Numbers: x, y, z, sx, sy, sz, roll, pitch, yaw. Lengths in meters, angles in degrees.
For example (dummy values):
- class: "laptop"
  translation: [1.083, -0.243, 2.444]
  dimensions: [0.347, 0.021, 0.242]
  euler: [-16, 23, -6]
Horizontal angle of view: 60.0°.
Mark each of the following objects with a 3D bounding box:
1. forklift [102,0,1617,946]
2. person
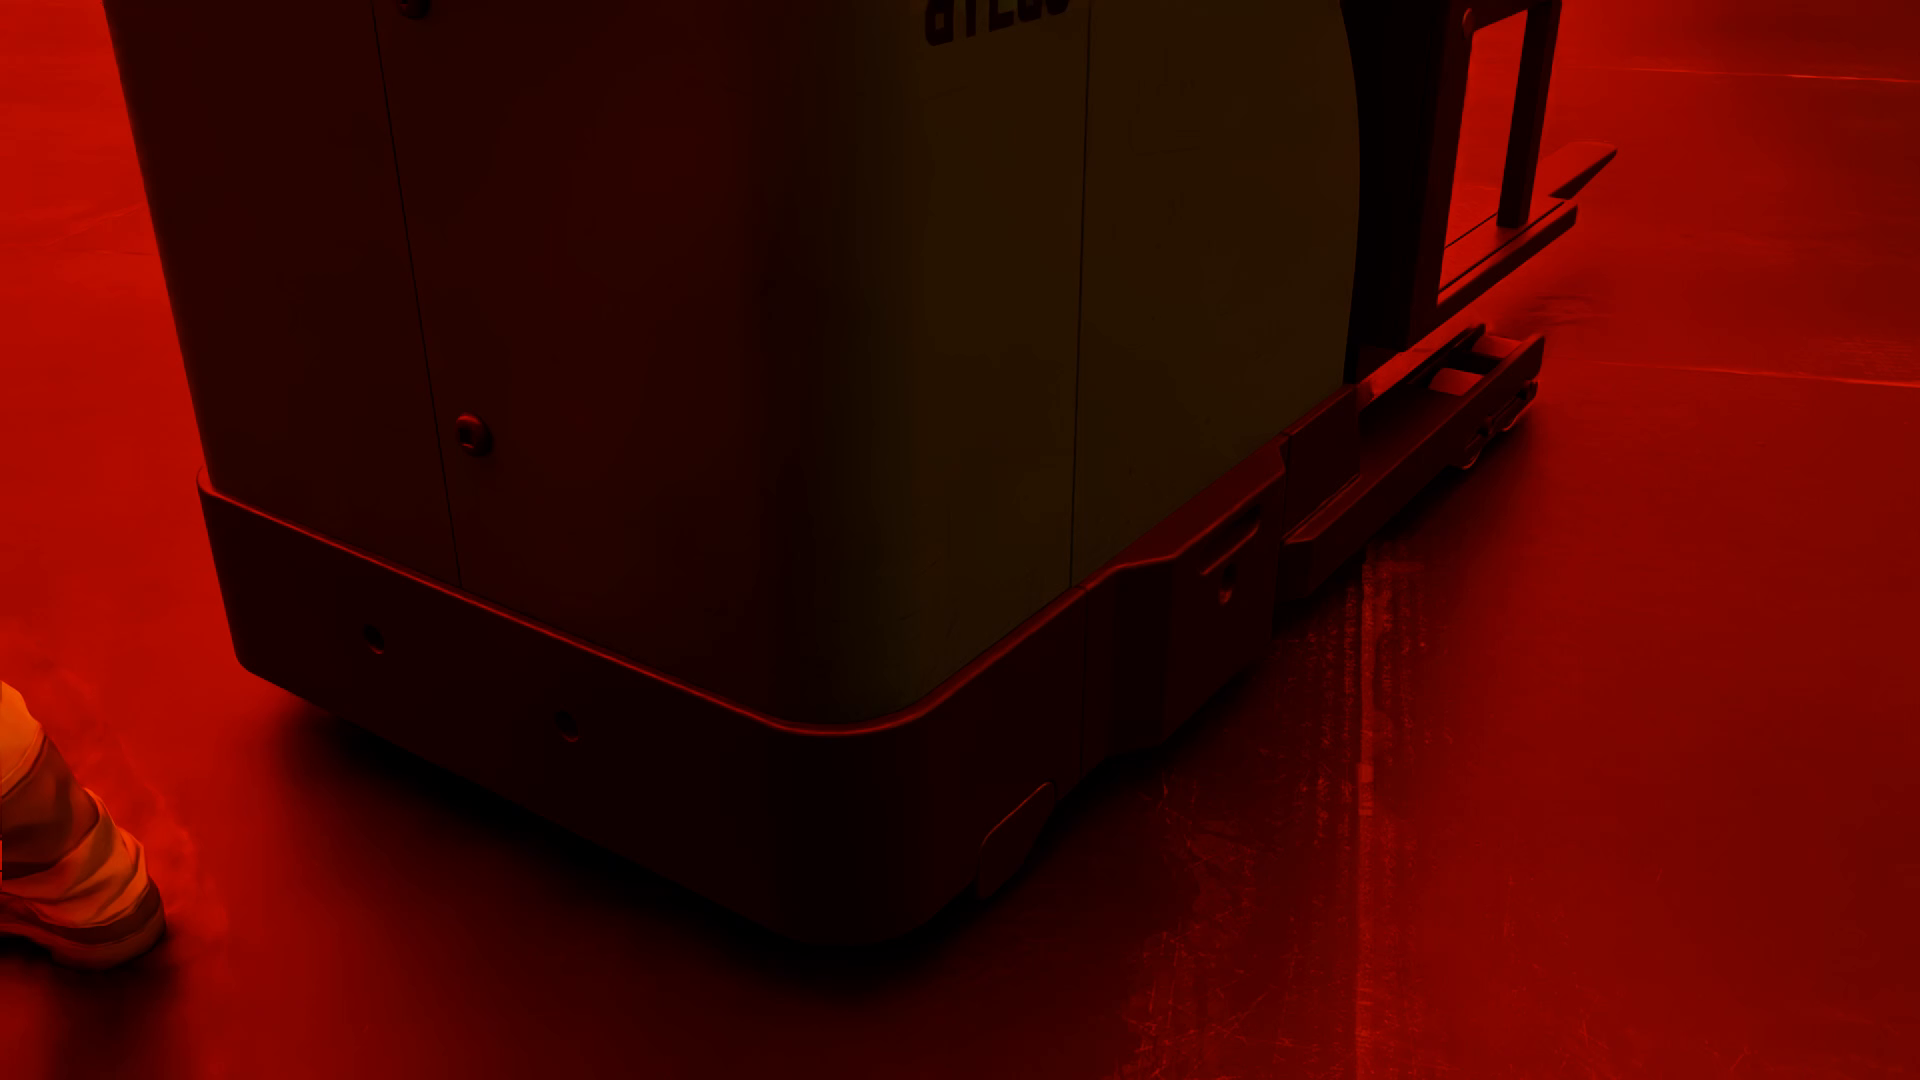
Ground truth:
- class: "forklift"
  translation: [0.349, -1.534, 2.287]
  dimensions: [1.130, 2.935, 3.031]
  euler: [17, 32, 31]
- class: "person"
  translation: [-0.989, -0.101, 0.998]
  dimensions: [0.761, 1.541, 0.980]
  euler: [8, 28, 16]
